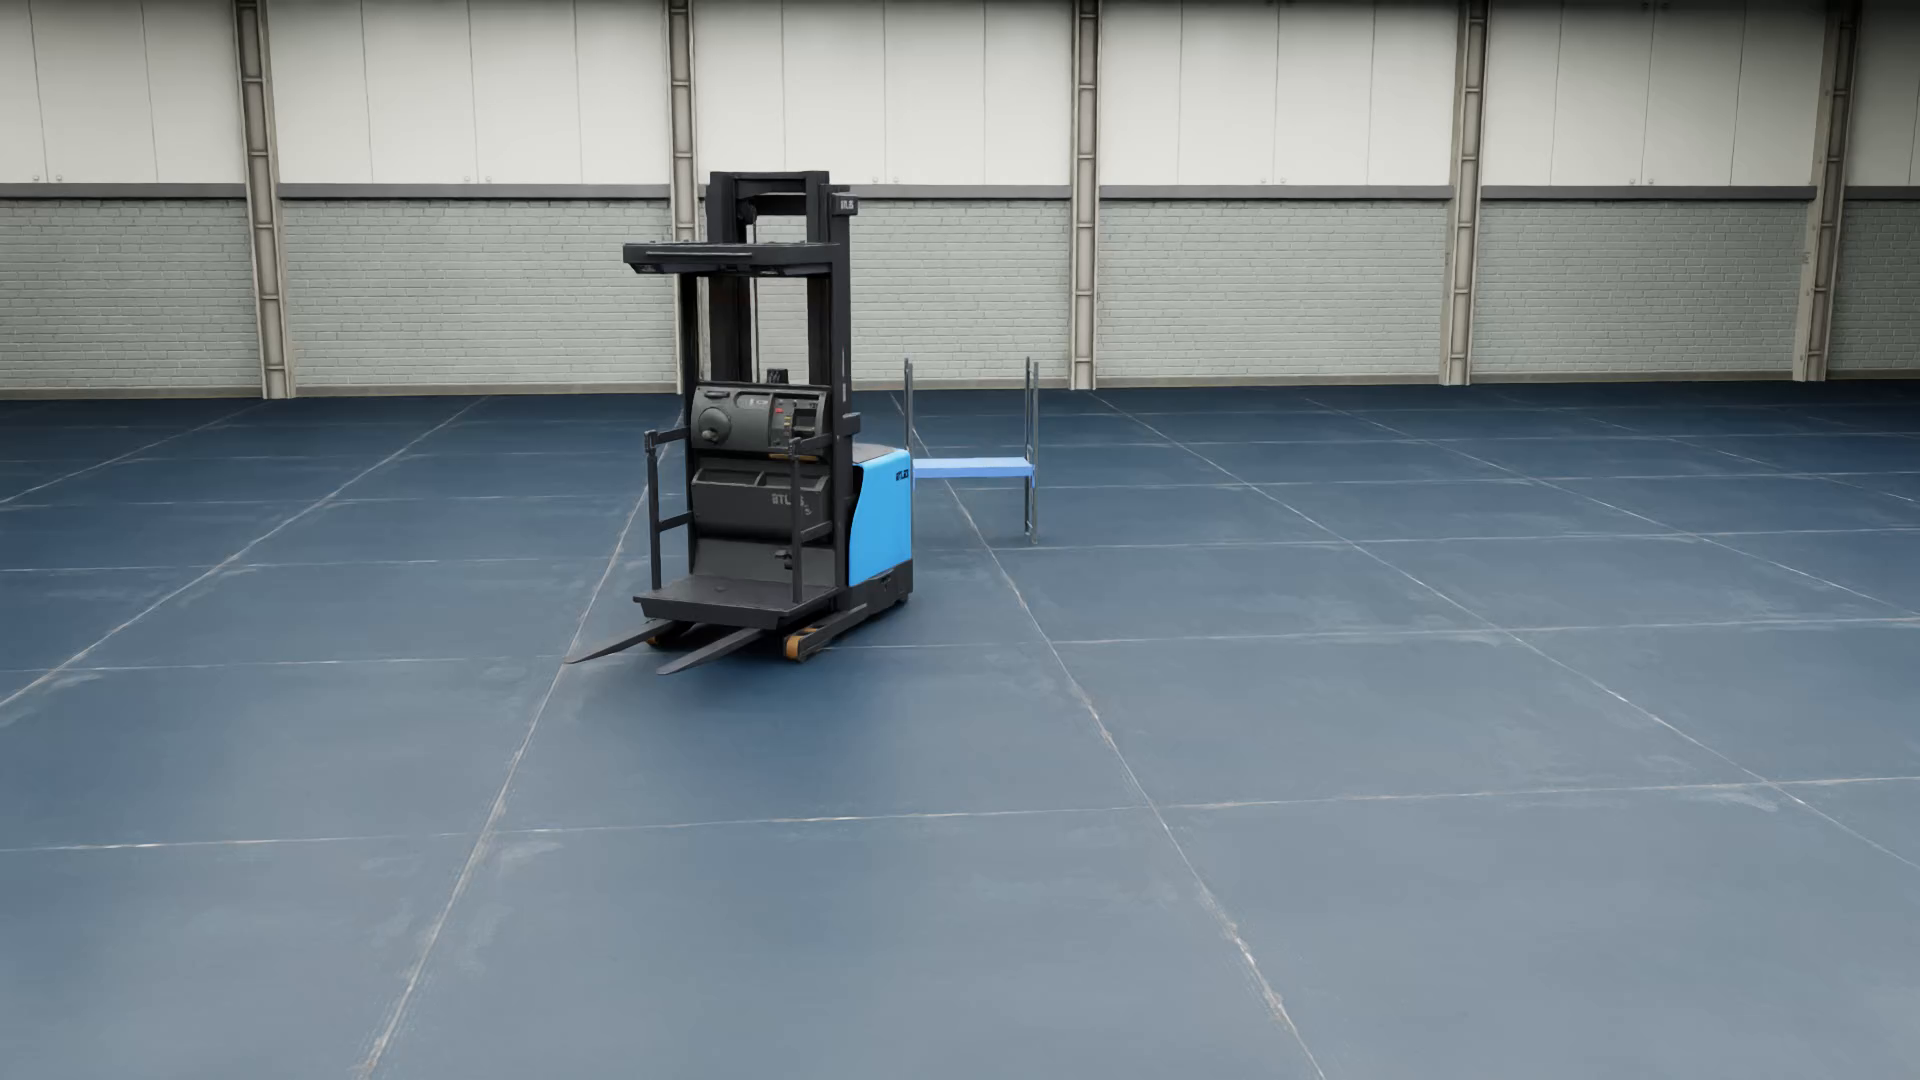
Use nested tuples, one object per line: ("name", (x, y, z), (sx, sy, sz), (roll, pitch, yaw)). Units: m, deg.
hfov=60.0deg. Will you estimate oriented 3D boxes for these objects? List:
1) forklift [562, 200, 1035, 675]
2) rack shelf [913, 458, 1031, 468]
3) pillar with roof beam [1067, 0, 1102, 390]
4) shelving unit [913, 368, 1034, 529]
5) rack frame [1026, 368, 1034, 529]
("forklift", (-6.965, -0.750, 8.354), (10.324, 3.598, 15.967), (4, 12, 21))
("rack shelf", (0.085, -0.609, 13.758), (0.952, 0.062, 0.459), (-1, 11, -6))
("pillar with roof beam", (2.354, -5.940, 20.753), (0.400, 9.000, 9.100), (-1, 11, -6))
("shelving unit", (0.104, -0.738, 13.736), (0.991, 1.308, 0.475), (-1, 11, -6))
("rack frame", (0.590, -0.749, 13.788), (0.013, 1.308, 0.475), (-1, 11, -6))
